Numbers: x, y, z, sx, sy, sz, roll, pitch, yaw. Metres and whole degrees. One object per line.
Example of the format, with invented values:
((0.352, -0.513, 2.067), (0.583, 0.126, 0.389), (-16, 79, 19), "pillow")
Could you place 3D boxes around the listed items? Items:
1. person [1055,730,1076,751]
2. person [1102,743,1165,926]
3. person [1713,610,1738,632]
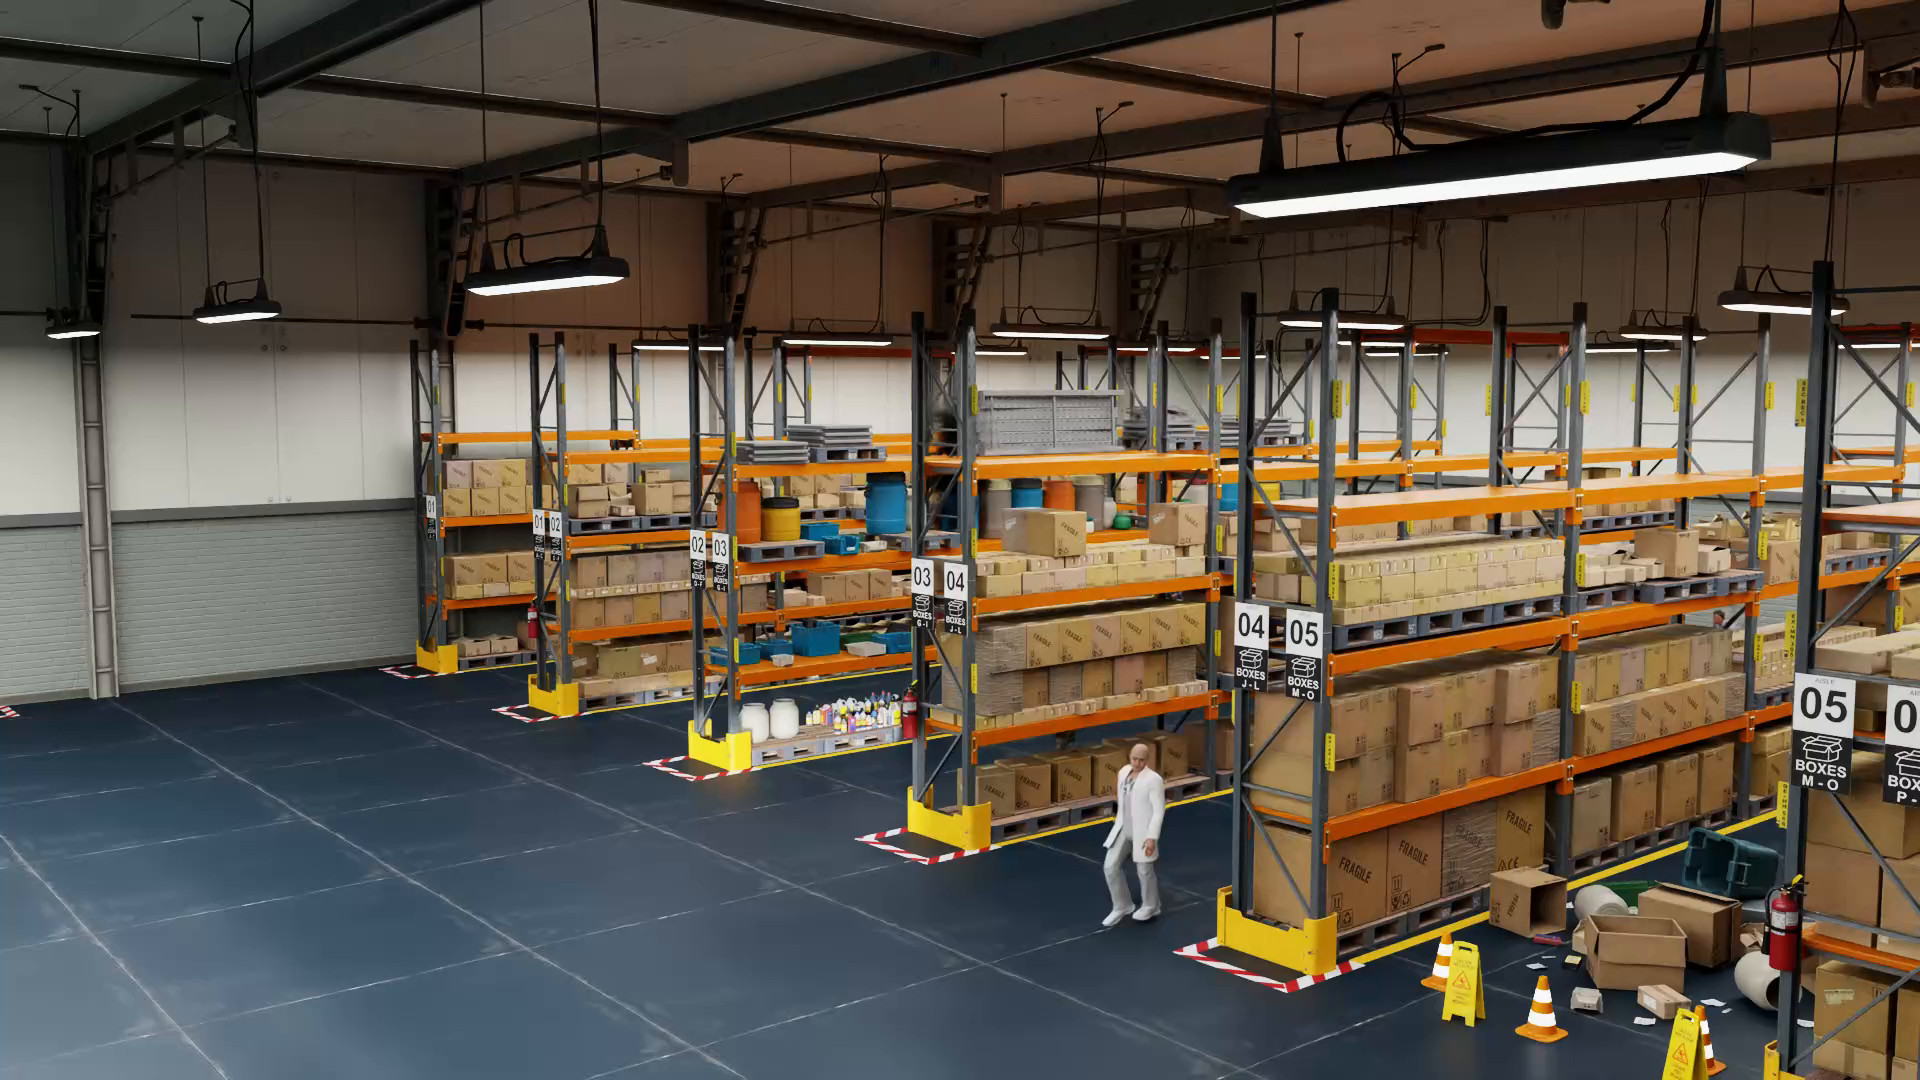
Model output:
((1.316, 1.968, 22.442), (0.793, 1.802, 0.663), (-4, 7, -39), "person")
((1.710, 2.820, 15.943), (0.645, 1.802, 0.623), (4, 7, 38), "person")
((12.866, 1.848, 27.765), (1.078, 1.436, 0.617), (-3, 6, -26), "person")
